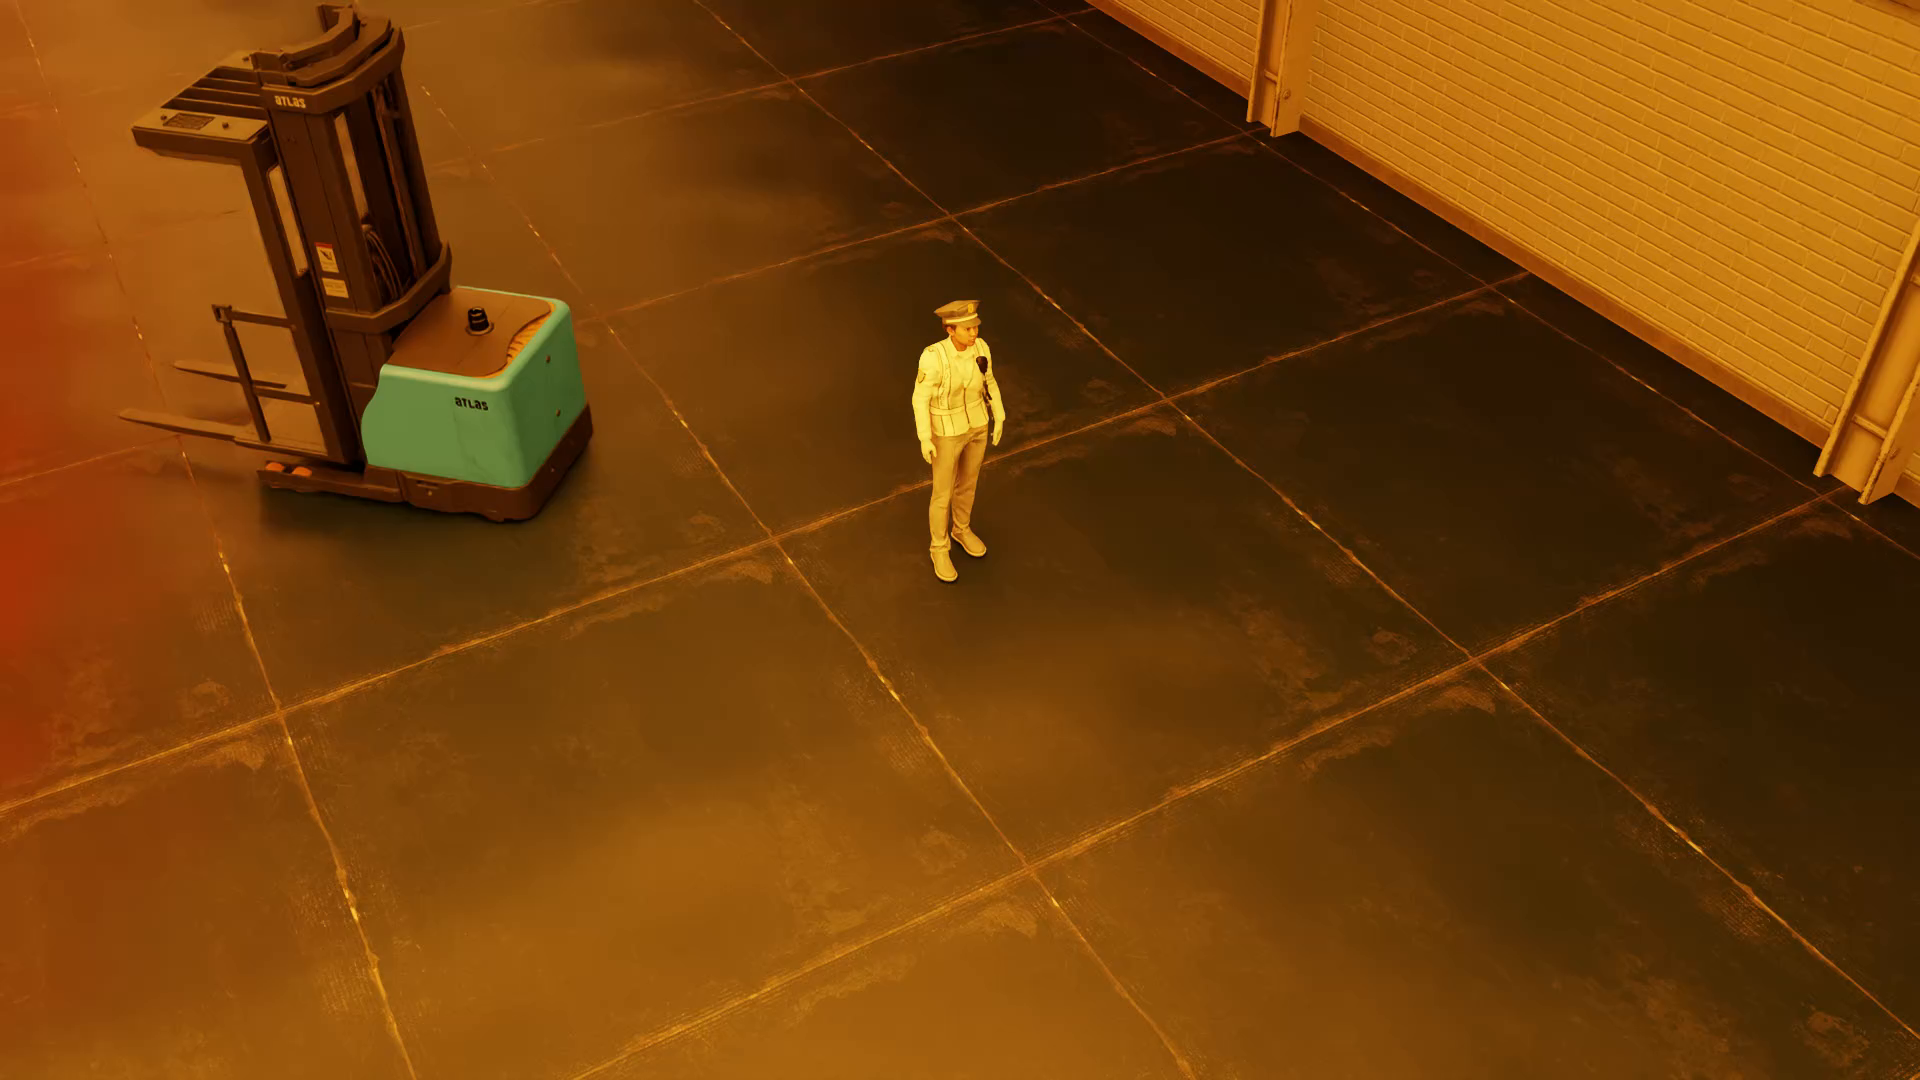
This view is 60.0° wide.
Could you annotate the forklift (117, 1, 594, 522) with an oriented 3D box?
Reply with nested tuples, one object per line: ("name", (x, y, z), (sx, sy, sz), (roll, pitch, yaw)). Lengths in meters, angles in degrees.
("forklift", (-4.016, -1.747, 10.142), (3.031, 2.935, 1.130), (9, 41, 11))

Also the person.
("person", (0.028, -0.618, 9.738), (0.586, 1.694, 0.531), (-20, 44, -23))
